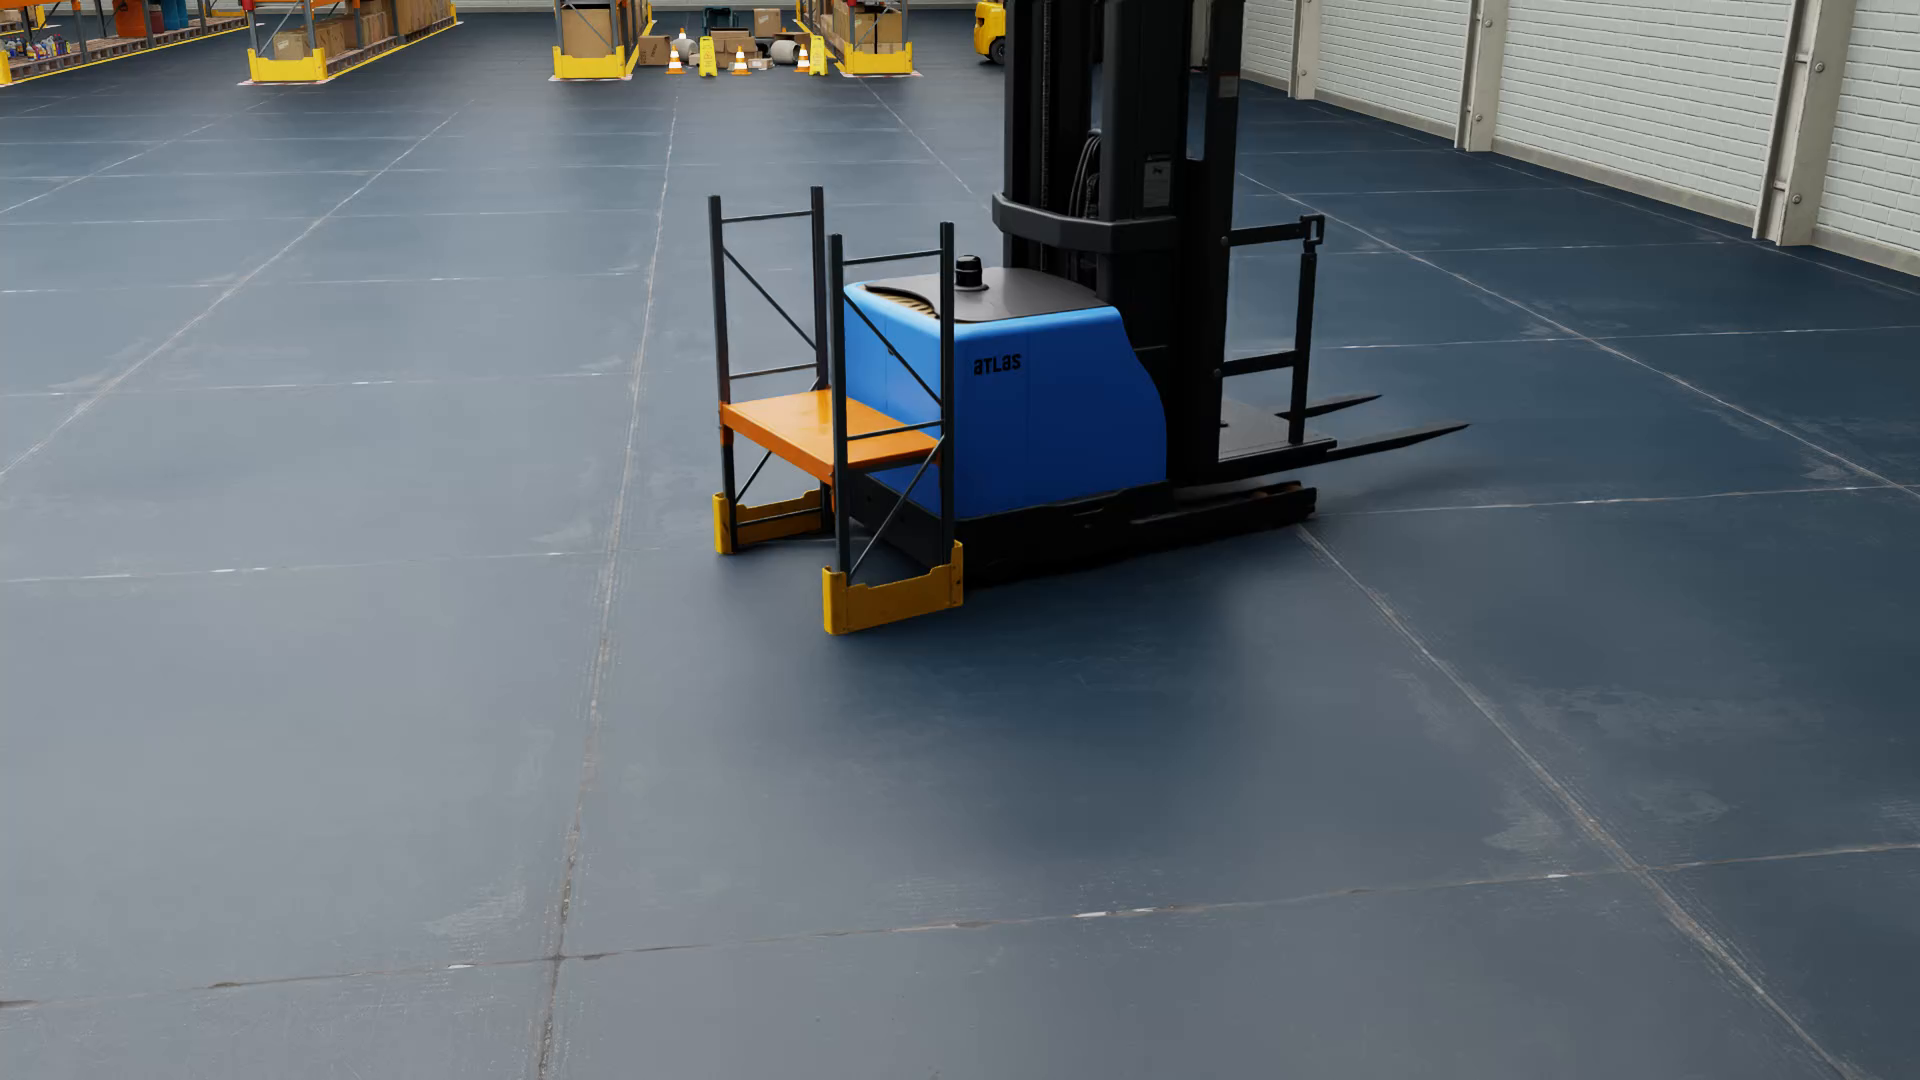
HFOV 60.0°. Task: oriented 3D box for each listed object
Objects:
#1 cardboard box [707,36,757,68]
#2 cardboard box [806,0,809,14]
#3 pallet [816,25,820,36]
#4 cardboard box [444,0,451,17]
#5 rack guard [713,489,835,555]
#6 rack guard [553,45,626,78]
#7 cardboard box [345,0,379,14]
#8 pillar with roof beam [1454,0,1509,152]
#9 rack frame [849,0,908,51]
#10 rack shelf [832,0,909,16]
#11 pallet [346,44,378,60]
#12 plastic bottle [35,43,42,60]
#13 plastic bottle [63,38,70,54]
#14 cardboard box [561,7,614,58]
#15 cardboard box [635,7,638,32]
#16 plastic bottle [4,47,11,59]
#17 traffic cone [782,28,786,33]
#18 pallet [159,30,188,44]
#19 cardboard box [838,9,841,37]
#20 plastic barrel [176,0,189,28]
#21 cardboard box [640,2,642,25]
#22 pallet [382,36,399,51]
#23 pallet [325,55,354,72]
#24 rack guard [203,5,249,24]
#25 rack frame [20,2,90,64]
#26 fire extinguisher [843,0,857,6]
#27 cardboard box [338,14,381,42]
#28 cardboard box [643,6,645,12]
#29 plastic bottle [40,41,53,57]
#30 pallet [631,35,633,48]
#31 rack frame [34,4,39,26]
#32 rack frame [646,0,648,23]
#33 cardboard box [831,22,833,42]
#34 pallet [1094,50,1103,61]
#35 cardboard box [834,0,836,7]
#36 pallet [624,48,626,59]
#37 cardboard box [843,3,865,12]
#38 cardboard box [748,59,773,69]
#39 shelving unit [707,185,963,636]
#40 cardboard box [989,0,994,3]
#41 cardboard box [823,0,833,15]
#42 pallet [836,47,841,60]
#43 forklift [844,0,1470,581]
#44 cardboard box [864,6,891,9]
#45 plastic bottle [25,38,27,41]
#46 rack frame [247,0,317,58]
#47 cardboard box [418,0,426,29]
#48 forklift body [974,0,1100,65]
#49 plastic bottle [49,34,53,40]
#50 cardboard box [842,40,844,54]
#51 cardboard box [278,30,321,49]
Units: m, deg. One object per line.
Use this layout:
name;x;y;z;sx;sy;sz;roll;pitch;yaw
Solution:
cardboard box;-4.176;-8.912;30.357;0.637;0.503;0.797;17;27;39
cardboard box;-3.530;-13.913;43.243;0.875;0.438;0.875;-4;21;-10
pallet;-2.782;-11.763;38.408;1.003;0.211;1.213;-3;21;-8
cardboard box;-13.359;-13.624;41.844;0.875;0.875;0.875;-3;21;-8
rack guard;-0.779;-0.117;7.171;0.587;0.250;0.087;-12;24;-30
rack guard;-6.298;-8.137;28.287;1.175;0.500;0.348;-3;21;-8
cardboard box;-12.164;-10.844;33.834;0.500;0.250;0.500;-1;20;-2
pillar with roof beam;1.755;-8.577;17.320;9.100;9.000;0.400;-3;21;-8
rack frame;-1.417;-9.601;28.634;1.000;3.000;0.127;-3;21;-8
rack shelf;-1.706;-9.956;30.614;1.077;0.370;4.000;-3;21;-8
pallet;-11.914;-9.449;32.213;1.003;0.211;1.213;-3;21;-8
plastic bottle;-16.128;-8.541;29.068;0.097;0.271;0.097;0;20;0
plastic bottle;-16.306;-9.020;30.332;0.061;0.283;0.133;-2;21;-5
cardboard box;-6.464;-8.749;28.790;0.875;0.875;0.875;-3;21;-7
cardboard box;-7.304;-11.369;36.342;0.500;0.500;0.500;-4;21;-10
plastic bottle;-16.768;-8.575;29.259;0.097;0.201;0.097;0;20;0
traffic cone;-3.558;-10.156;33.747;0.336;0.463;0.334;-3;21;-8
pallet;-17.606;-11.007;36.385;1.003;0.211;1.213;-3;21;-8
cardboard box;-2.014;-9.663;31.060;0.500;0.500;0.500;-2;21;-5
plastic barrel;-17.793;-12.030;37.538;0.600;0.901;0.708;-3;21;-8
cardboard box;-7.675;-12.253;38.708;0.500;0.500;0.500;-3;21;-9
pallet;-12.266;-10.294;34.475;1.003;0.211;1.213;-3;21;-8
pallet;-11.490;-8.525;29.741;1.003;0.211;1.213;-3;21;-8
rack guard;-18.448;-13.227;41.917;1.175;0.500;0.348;-3;21;-8
rack frame;-16.702;-10.236;30.335;1.000;3.000;0.127;-3;21;-8
fire extinguisher;-1.857;-9.502;28.479;0.296;0.674;0.183;-3;21;-8
cardboard box;-12.080;-10.288;33.417;0.700;0.500;0.500;-1;21;-3
cardboard box;-7.999;-13.146;41.175;0.380;0.149;0.250;-3;21;-7
plastic bottle;-16.230;-8.723;29.548;0.152;0.276;0.135;-3;21;-7
pallet;-7.415;-10.503;35.035;1.003;0.211;1.213;-3;21;-8
rack frame;-23.334;-14.142;40.794;1.000;3.000;0.127;-3;21;-8
rack frame;-8.608;-14.856;42.704;1.000;3.000;0.127;-3;21;-8
cardboard box;-2.072;-10.133;33.214;0.950;0.372;0.625;-3;21;-7
pallet;3.170;-9.230;31.628;1.003;0.211;1.213;-3;21;-8
cardboard box;-2.218;-10.285;31.798;0.380;0.149;0.250;-3;21;-7
pallet;-6.846;-9.127;31.353;1.003;0.211;1.213;-3;21;-8
cardboard box;-1.910;-9.552;29.836;0.380;0.149;0.250;-2;21;-6
cardboard box;-3.605;-8.617;30.075;0.380;0.149;0.250;8;22;20
shelving unit;-0.515;-0.554;6.557;0.587;1.500;1.083;-12;24;-30
cardboard box;1.182;-14.203;43.924;0.797;0.503;0.637;-4;21;-10
cardboard box;-2.588;-11.815;37.000;0.875;0.875;0.875;-3;21;-8
pallet;-1.862;-9.449;32.212;1.003;0.211;1.213;-3;21;-8
forklift;1.004;-1.567;7.223;3.031;2.935;1.130;-11;23;-28
cardboard box;-1.568;-9.878;31.635;0.500;0.500;0.500;-3;21;-7
plastic bottle;-16.911;-8.932;30.098;0.061;0.283;0.133;-3;21;-8
rack frame;-11.224;-9.101;27.296;1.000;3.000;0.127;-3;21;-8
cardboard box;-12.712;-11.927;37.300;1.225;0.875;0.875;-4;21;-10
forklift body;1.415;-10.019;30.968;2.313;2.155;1.214;-3;21;-8
plastic bottle;-16.466;-8.985;30.144;0.144;0.351;0.185;-3;21;-8
cardboard box;-1.867;-8.955;30.236;0.500;0.250;0.500;-3;21;-8
cardboard box;-11.417;-8.549;28.791;0.500;0.500;0.500;2;21;6
